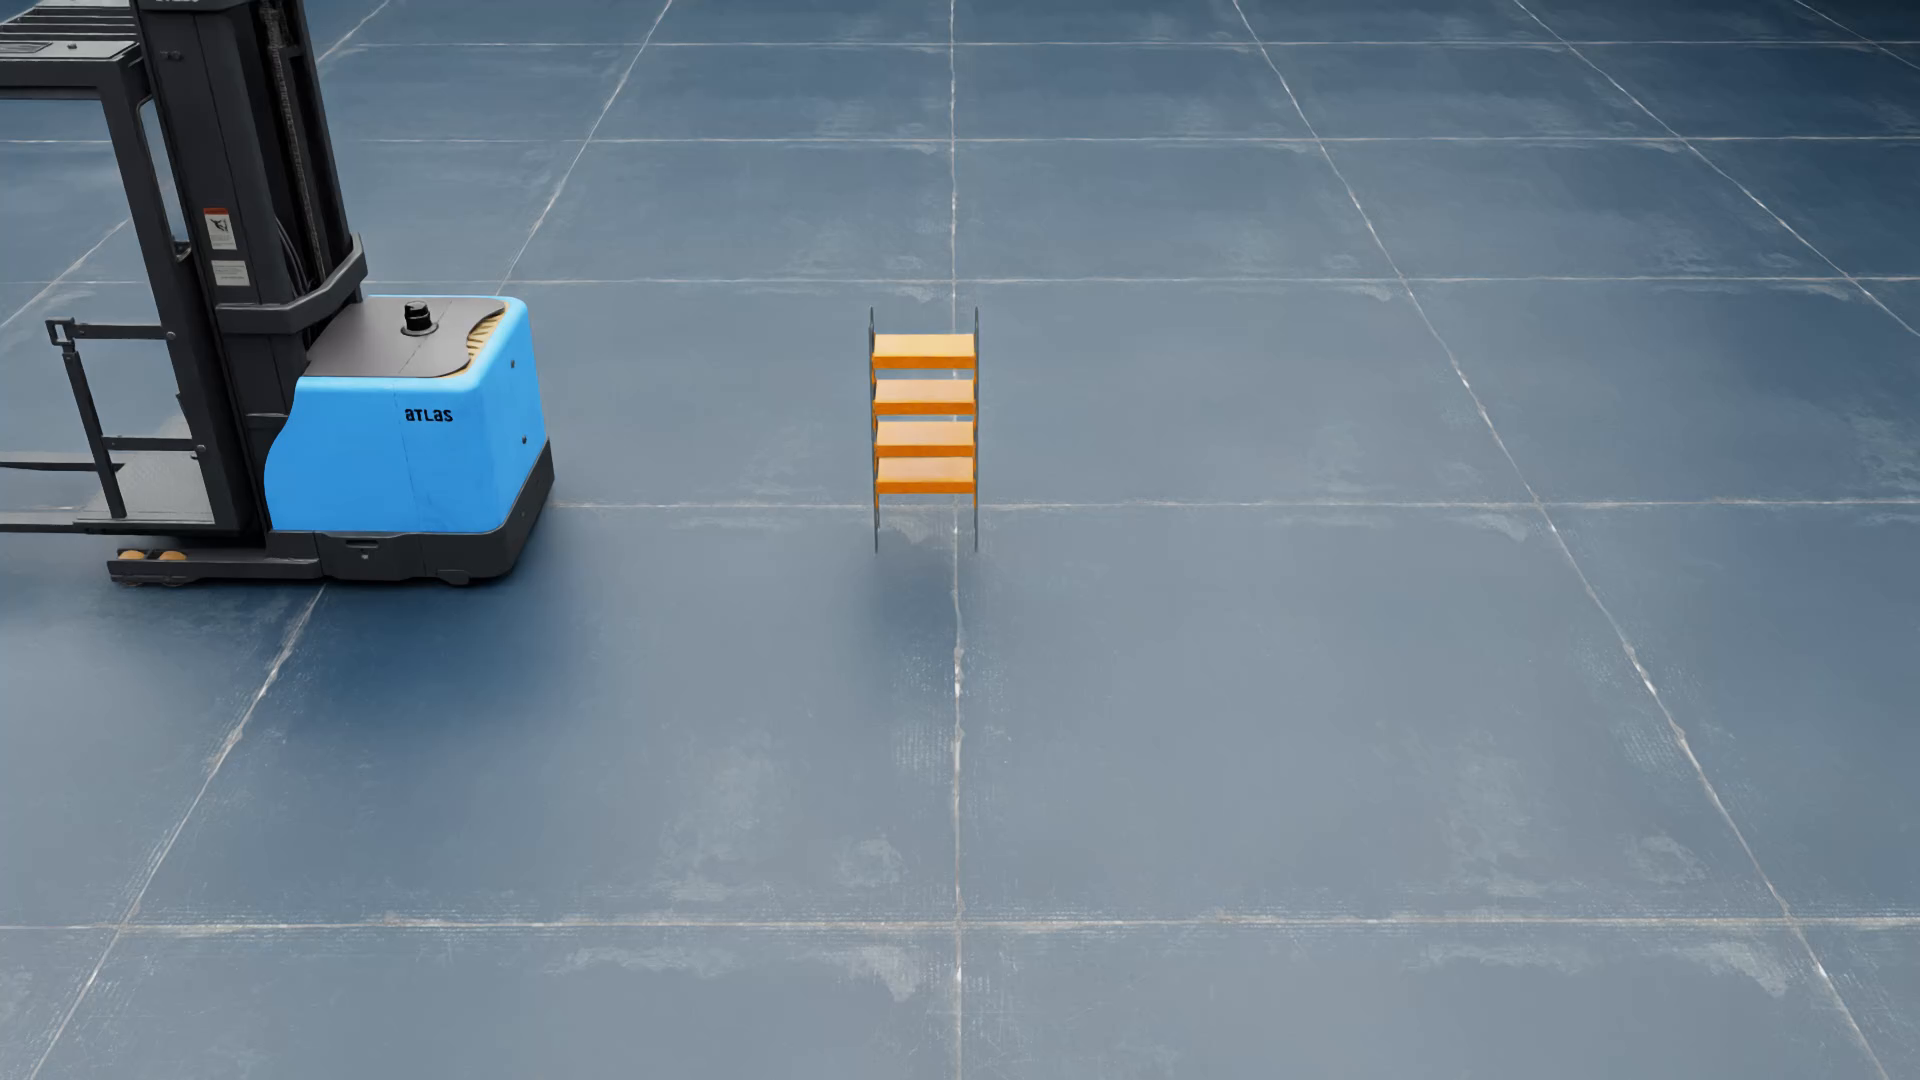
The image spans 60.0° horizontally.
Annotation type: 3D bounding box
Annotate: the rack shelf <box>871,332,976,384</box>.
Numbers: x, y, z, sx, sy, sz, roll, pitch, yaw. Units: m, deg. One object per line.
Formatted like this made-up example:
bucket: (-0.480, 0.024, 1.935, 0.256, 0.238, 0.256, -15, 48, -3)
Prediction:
rack shelf: (-0.166, -0.848, 7.734, 0.480, 0.148, 0.258, 0, 31, 0)

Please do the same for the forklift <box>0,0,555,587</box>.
forklift: (-3.629, -1.306, 7.577, 3.031, 2.935, 1.130, 1, 31, 1)

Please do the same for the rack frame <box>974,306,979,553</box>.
rack frame: (0.078, -0.513, 7.939, 0.015, 1.200, 0.240, 0, 31, 0)

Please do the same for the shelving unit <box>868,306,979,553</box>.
shelving unit: (-0.166, -0.512, 7.938, 0.503, 1.200, 0.258, 0, 31, 0)

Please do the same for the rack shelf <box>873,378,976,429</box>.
rack shelf: (-0.166, -0.646, 7.857, 0.480, 0.148, 0.258, 0, 31, 0)

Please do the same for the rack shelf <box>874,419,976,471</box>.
rack shelf: (-0.166, -0.455, 7.973, 0.480, 0.148, 0.258, 0, 31, 0)

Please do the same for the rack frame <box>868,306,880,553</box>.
rack frame: (-0.410, -0.512, 7.937, 0.015, 1.200, 0.240, 0, 31, 0)

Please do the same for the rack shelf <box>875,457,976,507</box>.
rack shelf: (-0.166, -0.285, 8.076, 0.480, 0.148, 0.258, 0, 31, 0)
